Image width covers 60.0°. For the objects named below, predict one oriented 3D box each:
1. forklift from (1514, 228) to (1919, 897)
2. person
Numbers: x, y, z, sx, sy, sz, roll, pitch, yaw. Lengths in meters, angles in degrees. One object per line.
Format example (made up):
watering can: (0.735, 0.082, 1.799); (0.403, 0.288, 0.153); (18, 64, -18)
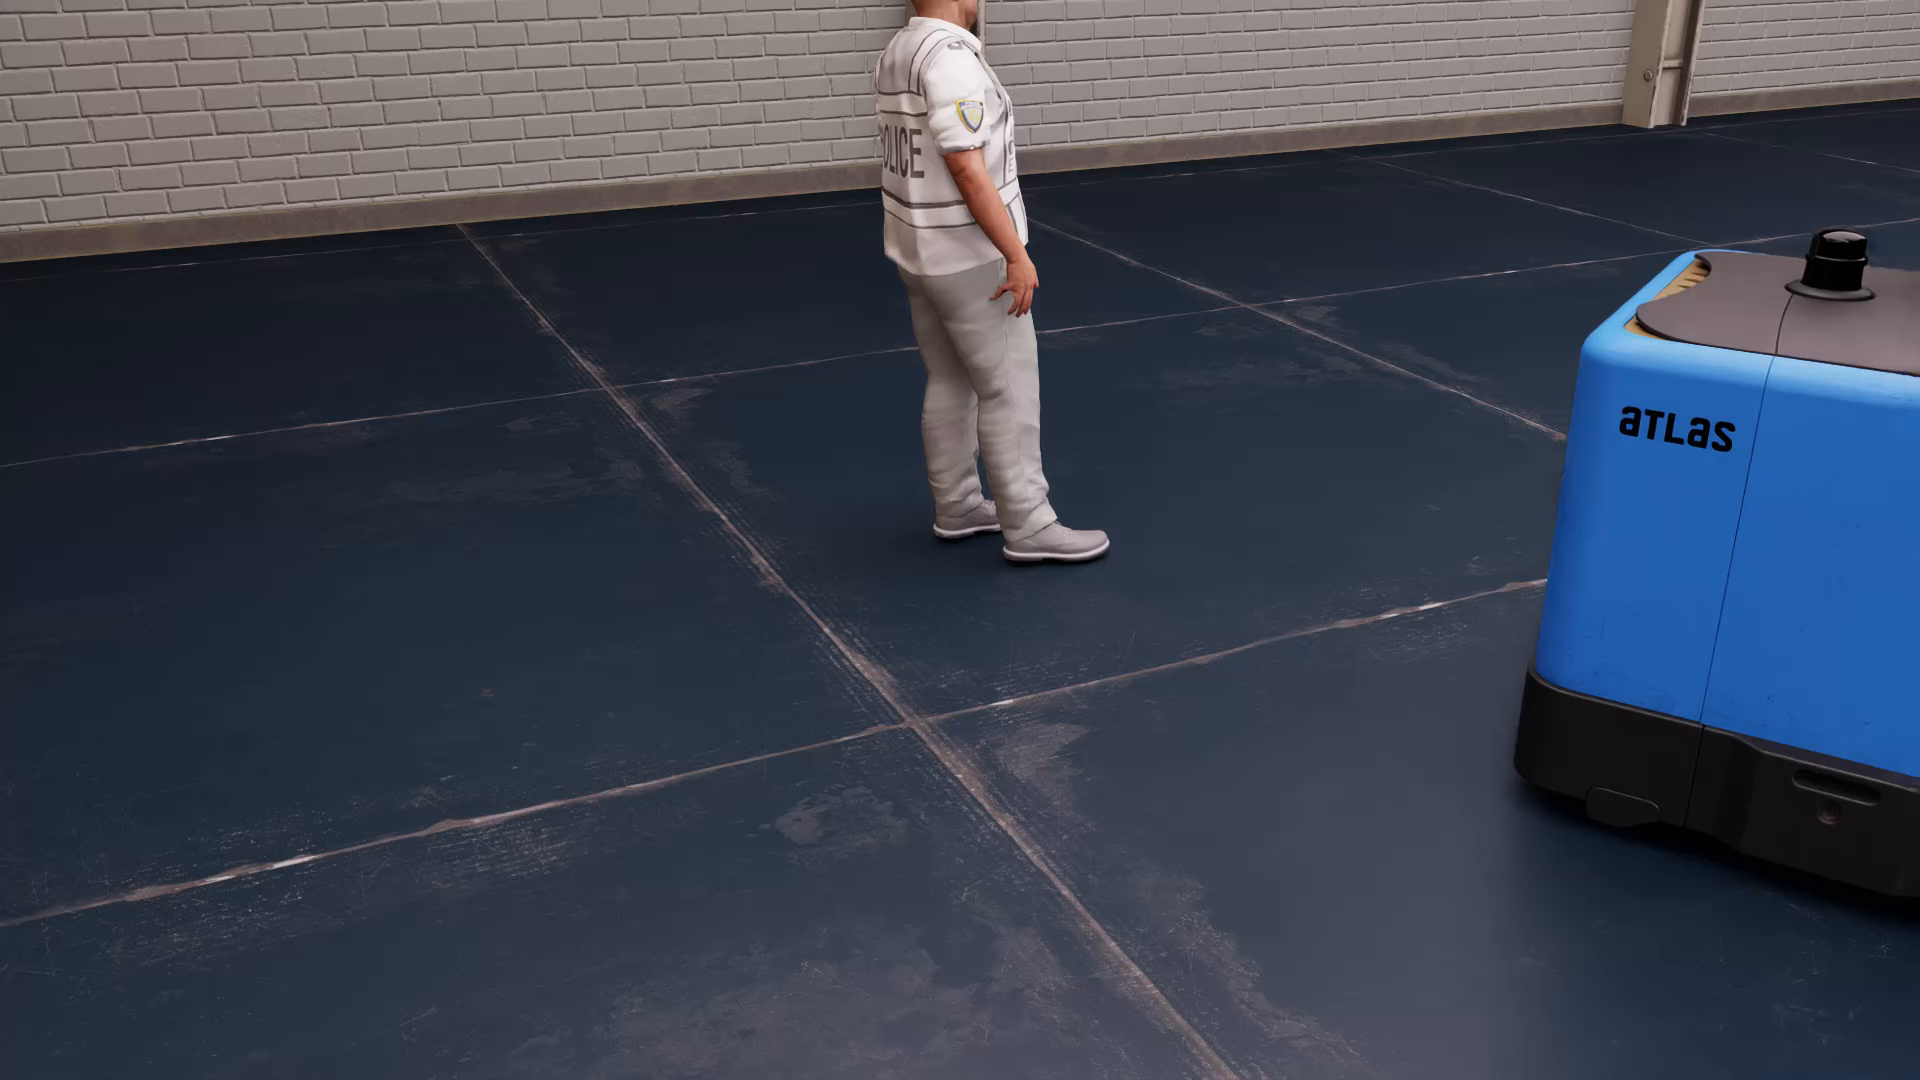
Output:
forklift: (2.747, -0.615, 2.766); (3.031, 2.935, 1.130); (14, 26, 30)
person: (0.076, -0.839, 4.783); (0.574, 1.780, 0.641); (-10, 25, -23)
